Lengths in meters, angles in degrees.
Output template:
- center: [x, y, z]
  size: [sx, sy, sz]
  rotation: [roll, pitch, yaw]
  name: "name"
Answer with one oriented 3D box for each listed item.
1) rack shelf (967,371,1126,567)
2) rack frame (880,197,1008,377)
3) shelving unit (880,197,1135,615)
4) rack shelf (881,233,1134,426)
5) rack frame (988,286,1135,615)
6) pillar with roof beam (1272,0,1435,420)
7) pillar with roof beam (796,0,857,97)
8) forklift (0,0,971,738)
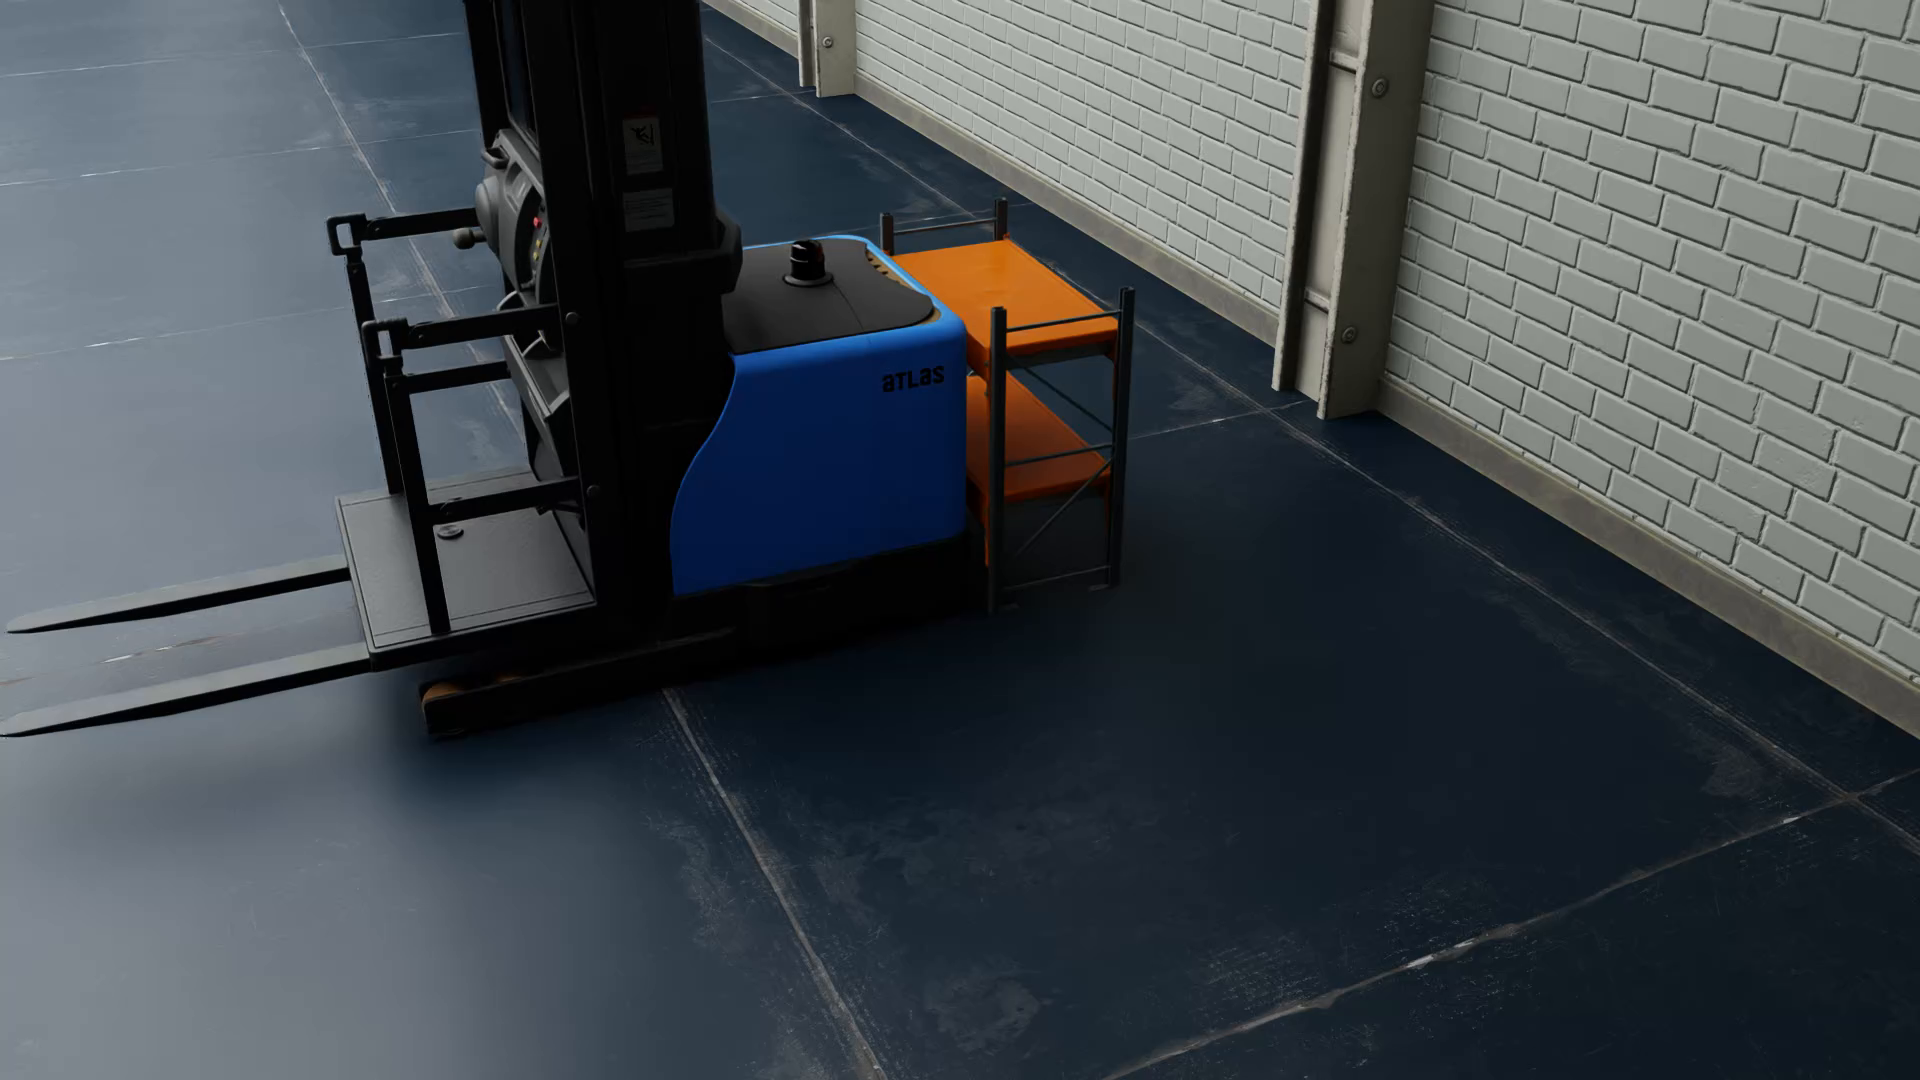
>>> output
- center: [0.138, -0.301, 6.136]
  size: [0.538, 0.278, 1.000]
  rotation: [-12, 31, -20]
  name: "rack shelf"
- center: [-0.058, -0.743, 6.425]
  size: [0.500, 1.125, 0.032]
  rotation: [-12, 31, -20]
  name: "rack frame"
- center: [0.138, -0.514, 6.016]
  size: [0.538, 1.125, 1.048]
  rotation: [-12, 31, -20]
  name: "shelving unit"
- center: [0.138, -0.769, 5.873]
  size: [0.538, 0.278, 1.000]
  rotation: [-12, 31, -20]
  name: "rack shelf"
- center: [0.334, -0.284, 5.607]
  size: [0.500, 1.125, 0.032]
  rotation: [-12, 31, -20]
  name: "rack frame"
- center: [-2.266, -3.656, 3.570]
  size: [9.100, 9.000, 0.400]
  rotation: [-13, 32, -22]
  name: "pillar with roof beam"
- center: [-4.842, -6.307, 8.296]
  size: [9.100, 9.000, 0.400]
  rotation: [-13, 32, -22]
  name: "pillar with roof beam"
- center: [-1.527, -0.966, 4.976]
  size: [3.031, 2.935, 1.130]
  rotation: [-12, 31, -21]
  name: "forklift"
